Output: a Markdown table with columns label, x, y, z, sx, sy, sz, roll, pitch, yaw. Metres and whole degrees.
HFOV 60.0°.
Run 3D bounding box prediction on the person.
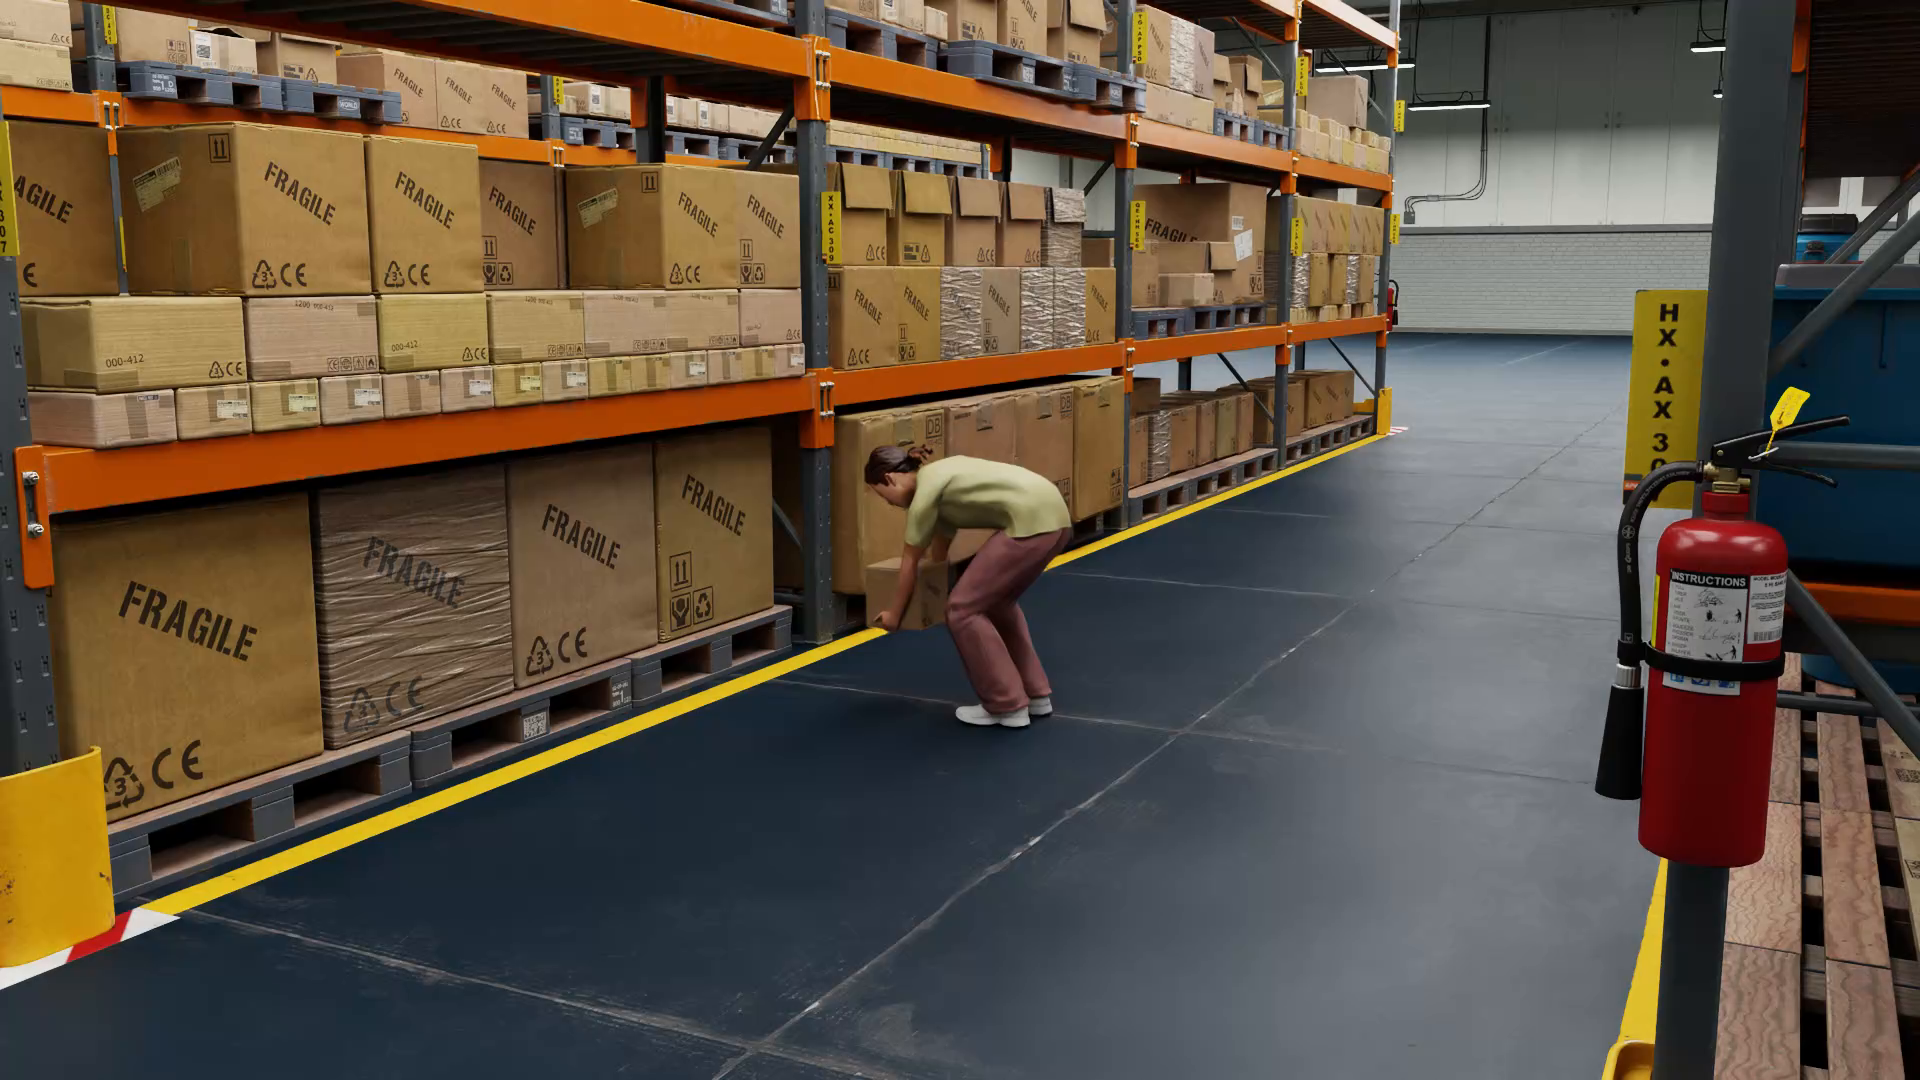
| label | x | y | z | sx | sy | sz | roll | pitch | yaw |
| --- | --- | --- | --- | --- | --- | --- | --- | --- | --- |
| person | 0.015 | 0.167 | 6.686 | 0.861 | 1.089 | 0.455 | 4 | 10 | 23 |
